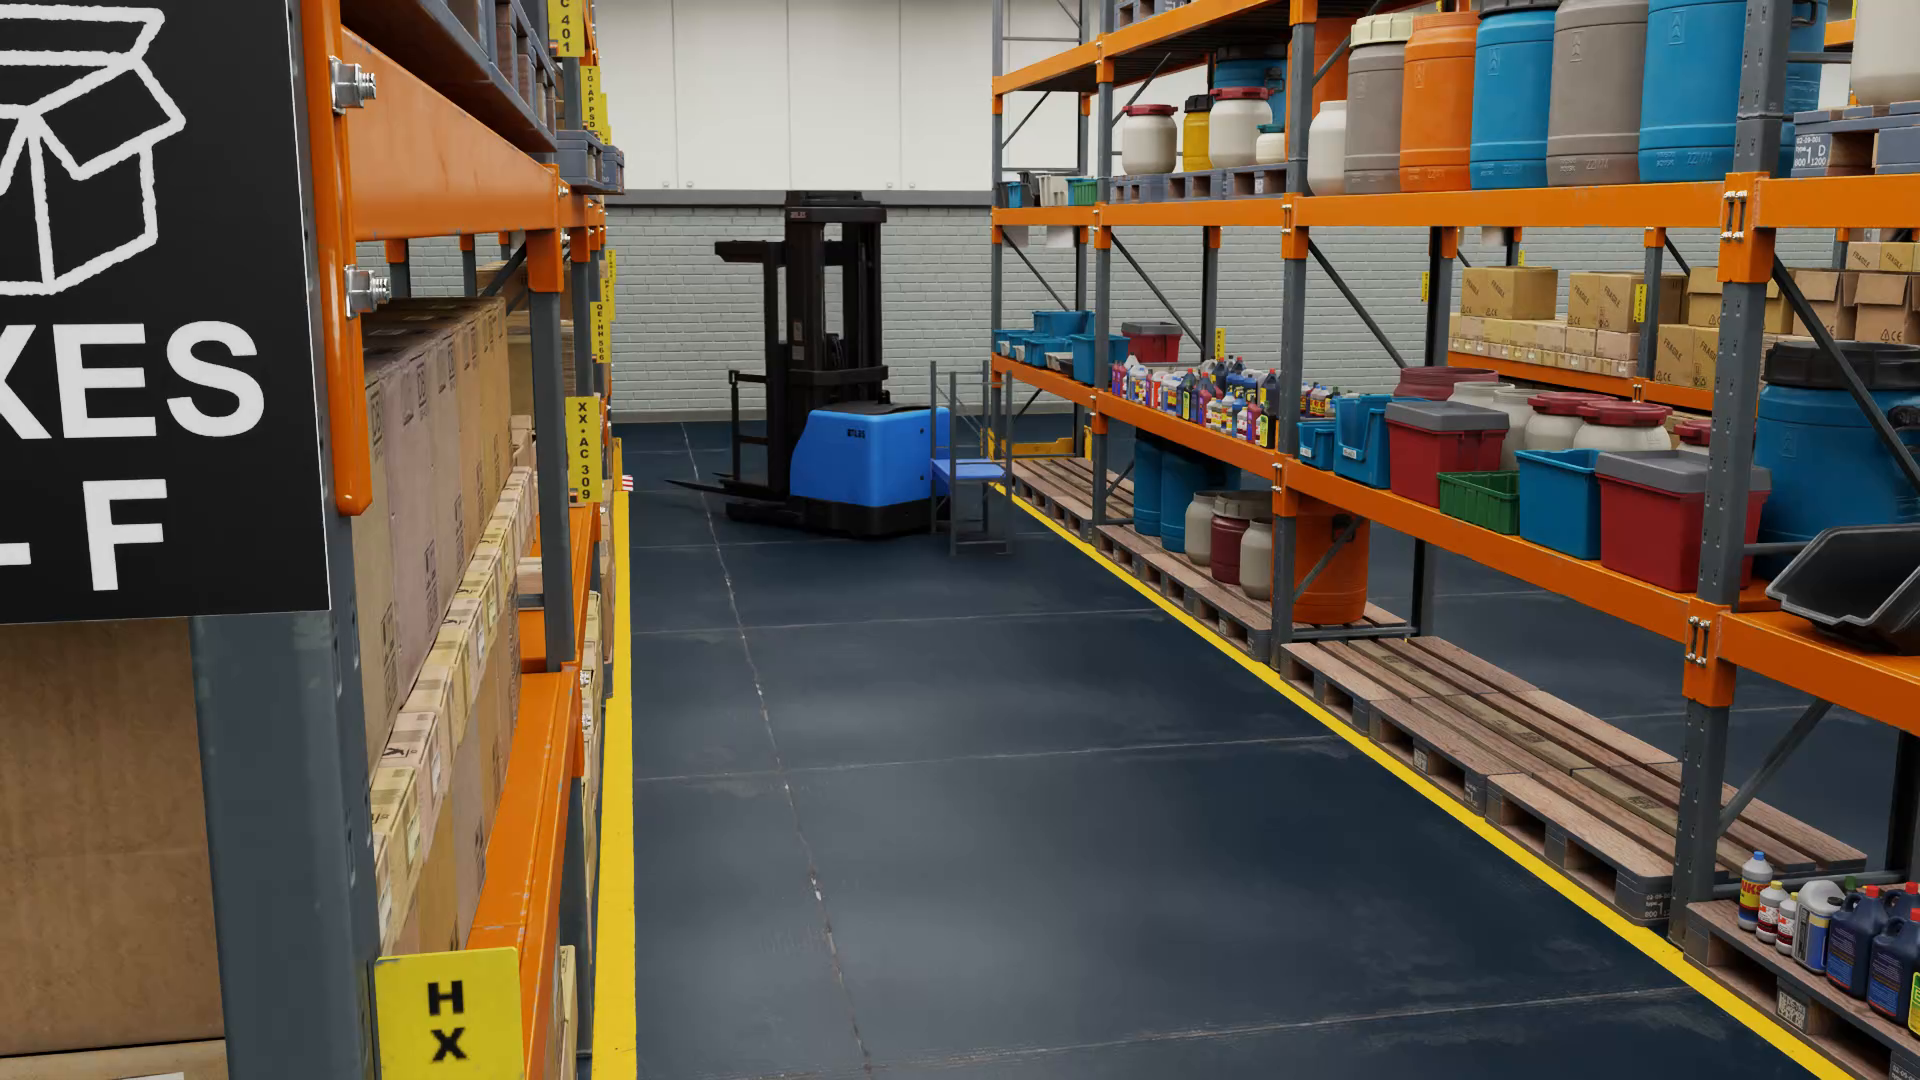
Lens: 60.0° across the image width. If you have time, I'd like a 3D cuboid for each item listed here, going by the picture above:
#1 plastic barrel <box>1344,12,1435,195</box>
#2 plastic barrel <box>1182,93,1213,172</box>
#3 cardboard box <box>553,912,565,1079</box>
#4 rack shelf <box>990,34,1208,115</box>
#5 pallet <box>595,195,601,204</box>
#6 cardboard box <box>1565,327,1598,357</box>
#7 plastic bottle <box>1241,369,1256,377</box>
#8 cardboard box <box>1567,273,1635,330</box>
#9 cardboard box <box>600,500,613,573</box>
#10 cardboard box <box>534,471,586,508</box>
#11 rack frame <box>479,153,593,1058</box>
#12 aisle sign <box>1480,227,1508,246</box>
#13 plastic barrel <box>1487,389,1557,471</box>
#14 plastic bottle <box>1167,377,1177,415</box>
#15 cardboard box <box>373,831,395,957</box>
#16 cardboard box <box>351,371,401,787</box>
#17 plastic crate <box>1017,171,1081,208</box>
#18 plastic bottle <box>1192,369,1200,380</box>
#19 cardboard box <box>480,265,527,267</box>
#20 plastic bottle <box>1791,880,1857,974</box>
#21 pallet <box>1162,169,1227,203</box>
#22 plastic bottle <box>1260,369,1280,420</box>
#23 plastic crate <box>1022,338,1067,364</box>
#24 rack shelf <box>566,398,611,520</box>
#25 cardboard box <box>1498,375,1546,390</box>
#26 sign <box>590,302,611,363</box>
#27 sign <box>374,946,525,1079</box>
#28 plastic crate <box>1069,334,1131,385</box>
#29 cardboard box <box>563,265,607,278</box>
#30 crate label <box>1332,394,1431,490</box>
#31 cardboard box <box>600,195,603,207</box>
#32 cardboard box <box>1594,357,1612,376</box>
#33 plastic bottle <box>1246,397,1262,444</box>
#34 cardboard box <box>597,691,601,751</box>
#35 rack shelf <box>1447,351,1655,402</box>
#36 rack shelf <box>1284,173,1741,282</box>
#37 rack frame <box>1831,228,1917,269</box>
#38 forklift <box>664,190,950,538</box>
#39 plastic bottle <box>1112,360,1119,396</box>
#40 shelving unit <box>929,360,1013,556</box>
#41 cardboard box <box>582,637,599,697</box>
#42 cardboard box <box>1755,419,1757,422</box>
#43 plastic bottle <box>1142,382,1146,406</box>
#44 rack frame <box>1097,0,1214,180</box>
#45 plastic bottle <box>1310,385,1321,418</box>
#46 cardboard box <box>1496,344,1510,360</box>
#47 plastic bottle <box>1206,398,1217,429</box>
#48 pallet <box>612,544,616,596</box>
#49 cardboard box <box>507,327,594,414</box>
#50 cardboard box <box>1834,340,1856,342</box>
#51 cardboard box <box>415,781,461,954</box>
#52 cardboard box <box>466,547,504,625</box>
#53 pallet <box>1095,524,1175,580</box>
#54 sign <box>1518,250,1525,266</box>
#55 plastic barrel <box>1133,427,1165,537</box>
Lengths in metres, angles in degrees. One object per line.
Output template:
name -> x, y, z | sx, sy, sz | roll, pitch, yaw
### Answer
plastic barrel -> 2.333, -2.266, 8.715 | 0.600, 0.901, 0.600 | 0, 11, 0
plastic barrel -> 1.985, -3.050, 12.551 | 0.600, 0.588, 0.600 | 0, 11, 0
cardboard box -> -1.305, 1.154, 4.336 | 0.500, 0.500, 0.500 | -2, 11, -11
rack shelf -> 1.219, -4.202, 15.200 | 1.077, 0.370, 4.000 | -2, 11, -11
pallet -> -3.194, -2.518, 11.882 | 1.213, 0.211, 1.003 | -2, 11, -11
cardboard box -> 6.020, -1.857, 15.535 | 0.500, 0.250, 0.500 | -2, 11, -9
plastic bottle -> 2.171, -1.157, 12.585 | 0.152, 0.276, 0.135 | -2, 11, -11
cardboard box -> 6.021, -2.226, 15.467 | 0.500, 0.500, 0.500 | -2, 11, -10
cardboard box -> -2.689, 0.016, 11.597 | 0.500, 0.500, 0.500 | -2, 11, -10
cardboard box -> -2.028, -0.247, 8.142 | 0.380, 0.149, 0.250 | -2, 11, -11
rack frame -> -1.696, 0.209, 5.078 | 1.000, 3.000, 0.127 | -2, 11, -11
aisle sign -> 5.969, -3.653, 18.414 | 0.394, 0.787, 0.004 | -2, 11, -11
plastic barrel -> 2.877, -0.501, 8.508 | 0.421, 0.512, 0.421 | 0, 11, 0
plastic bottle -> 1.545, -1.041, 11.990 | 0.097, 0.271, 0.097 | 0, 11, 0
cardboard box -> -0.837, 0.446, 1.826 | 0.380, 0.149, 0.250 | -2, 11, -12
cardboard box -> -1.114, 0.064, 2.102 | 0.700, 0.500, 0.500 | -2, 11, -12
plastic crate -> 0.857, -3.324, 15.784 | 0.504, 0.338, 0.767 | -2, 11, -11
plastic bottle -> 1.883, -1.272, 13.388 | 0.097, 0.201, 0.097 | 0, 11, 0
cardboard box -> -3.804, -2.068, 14.100 | 0.500, 0.500, 0.500 | -2, 11, -11
plastic bottle -> 2.886, 1.284, 5.537 | 0.152, 0.276, 0.135 | -2, 11, -9
pallet -> 2.080, -2.471, 11.637 | 1.003, 0.211, 1.213 | -2, 11, -11
plastic bottle -> 2.199, -1.025, 11.690 | 0.144, 0.351, 0.185 | -2, 11, -11
plastic crate -> 0.811, -1.820, 16.024 | 0.416, 0.233, 0.300 | -2, 11, -11
rack shelf -> -2.863, -0.538, 10.926 | 1.077, 0.370, 4.000 | -2, 11, -11
cardboard box -> 6.068, -1.233, 17.211 | 0.875, 0.875, 0.875 | -2, 11, -11
sign -> -1.930, -1.114, 8.933 | 0.100, 0.325, 0.005 | -2, 11, -11
sign -> -0.372, 0.459, 1.235 | 0.100, 0.325, 0.005 | -2, 11, -11
plastic crate -> 1.183, -1.533, 14.110 | 0.392, 0.384, 0.575 | -2, 11, -11
cardboard box -> -3.268, -2.084, 14.184 | 0.500, 0.500, 0.500 | -2, 11, -13
crate label -> 2.314, -0.530, 8.862 | 0.502, 0.435, 0.616 | -2, 11, -11
cardboard box -> -3.474, -3.124, 14.967 | 0.500, 0.250, 0.500 | -2, 11, -11
cardboard box -> 6.035, -1.586, 15.179 | 0.380, 0.149, 0.250 | -2, 11, -10
plastic bottle -> 1.844, -0.748, 10.416 | 0.061, 0.283, 0.133 | -2, 11, -11
cardboard box -> -1.933, 0.894, 7.708 | 0.500, 0.250, 0.500 | -2, 11, -10
rack shelf -> 6.077, -1.632, 16.670 | 1.077, 0.370, 4.000 | -2, 11, -11
rack shelf -> 2.775, -1.458, 7.734 | 1.077, 0.370, 4.000 | -2, 11, -11
rack frame -> 10.573, -2.514, 19.380 | 1.000, 3.000, 0.127 | -2, 11, -11
forklift -> -1.501, -1.663, 15.093 | 3.031, 2.935, 1.130 | 9, 14, 40
plastic bottle -> 1.261, -1.298, 13.305 | 0.061, 0.283, 0.133 | -2, 11, -11
shelving unit -> 0.083, -0.707, 13.902 | 0.538, 1.500, 1.048 | -2, 11, -10
cardboard box -> -1.927, 0.619, 7.653 | 0.500, 0.311, 0.500 | -2, 11, -11
cardboard box -> 6.785, -0.500, 13.361 | 1.225, 0.875, 0.875 | -3, 11, -13
plastic bottle -> 1.429, -1.117, 12.572 | 0.097, 0.201, 0.097 | 0, 11, 0
rack frame -> 1.608, -4.385, 13.168 | 1.000, 3.000, 0.127 | -2, 11, -11
plastic bottle -> 2.443, -0.924, 11.373 | 0.097, 0.271, 0.097 | 0, 11, 0
cardboard box -> 5.686, -1.915, 16.910 | 0.380, 0.149, 0.250 | -2, 11, -12
plastic bottle -> 1.707, -0.855, 11.195 | 0.097, 0.201, 0.097 | 0, 11, 0
pallet -> -3.056, 0.259, 12.271 | 1.003, 0.211, 1.213 | -2, 11, -11
cardboard box -> -2.697, -1.066, 10.386 | 0.700, 0.500, 0.500 | 0, 11, 0
cardboard box -> 6.710, -1.202, 12.221 | 0.500, 0.500, 0.500 | -2, 11, -13
cardboard box -> -1.194, 0.620, 2.651 | 0.700, 0.500, 0.500 | -2, 11, -11
cardboard box -> -1.187, 0.116, 3.563 | 0.380, 0.149, 0.250 | -2, 11, -9
pallet -> 1.717, 0.075, 13.238 | 1.003, 0.211, 1.213 | -2, 11, -11
sign -> 6.223, -3.054, 18.490 | 0.100, 0.325, 0.005 | -2, 11, -11
plastic barrel -> 1.697, -0.513, 13.359 | 0.600, 0.901, 0.708 | -2, 11, -11
